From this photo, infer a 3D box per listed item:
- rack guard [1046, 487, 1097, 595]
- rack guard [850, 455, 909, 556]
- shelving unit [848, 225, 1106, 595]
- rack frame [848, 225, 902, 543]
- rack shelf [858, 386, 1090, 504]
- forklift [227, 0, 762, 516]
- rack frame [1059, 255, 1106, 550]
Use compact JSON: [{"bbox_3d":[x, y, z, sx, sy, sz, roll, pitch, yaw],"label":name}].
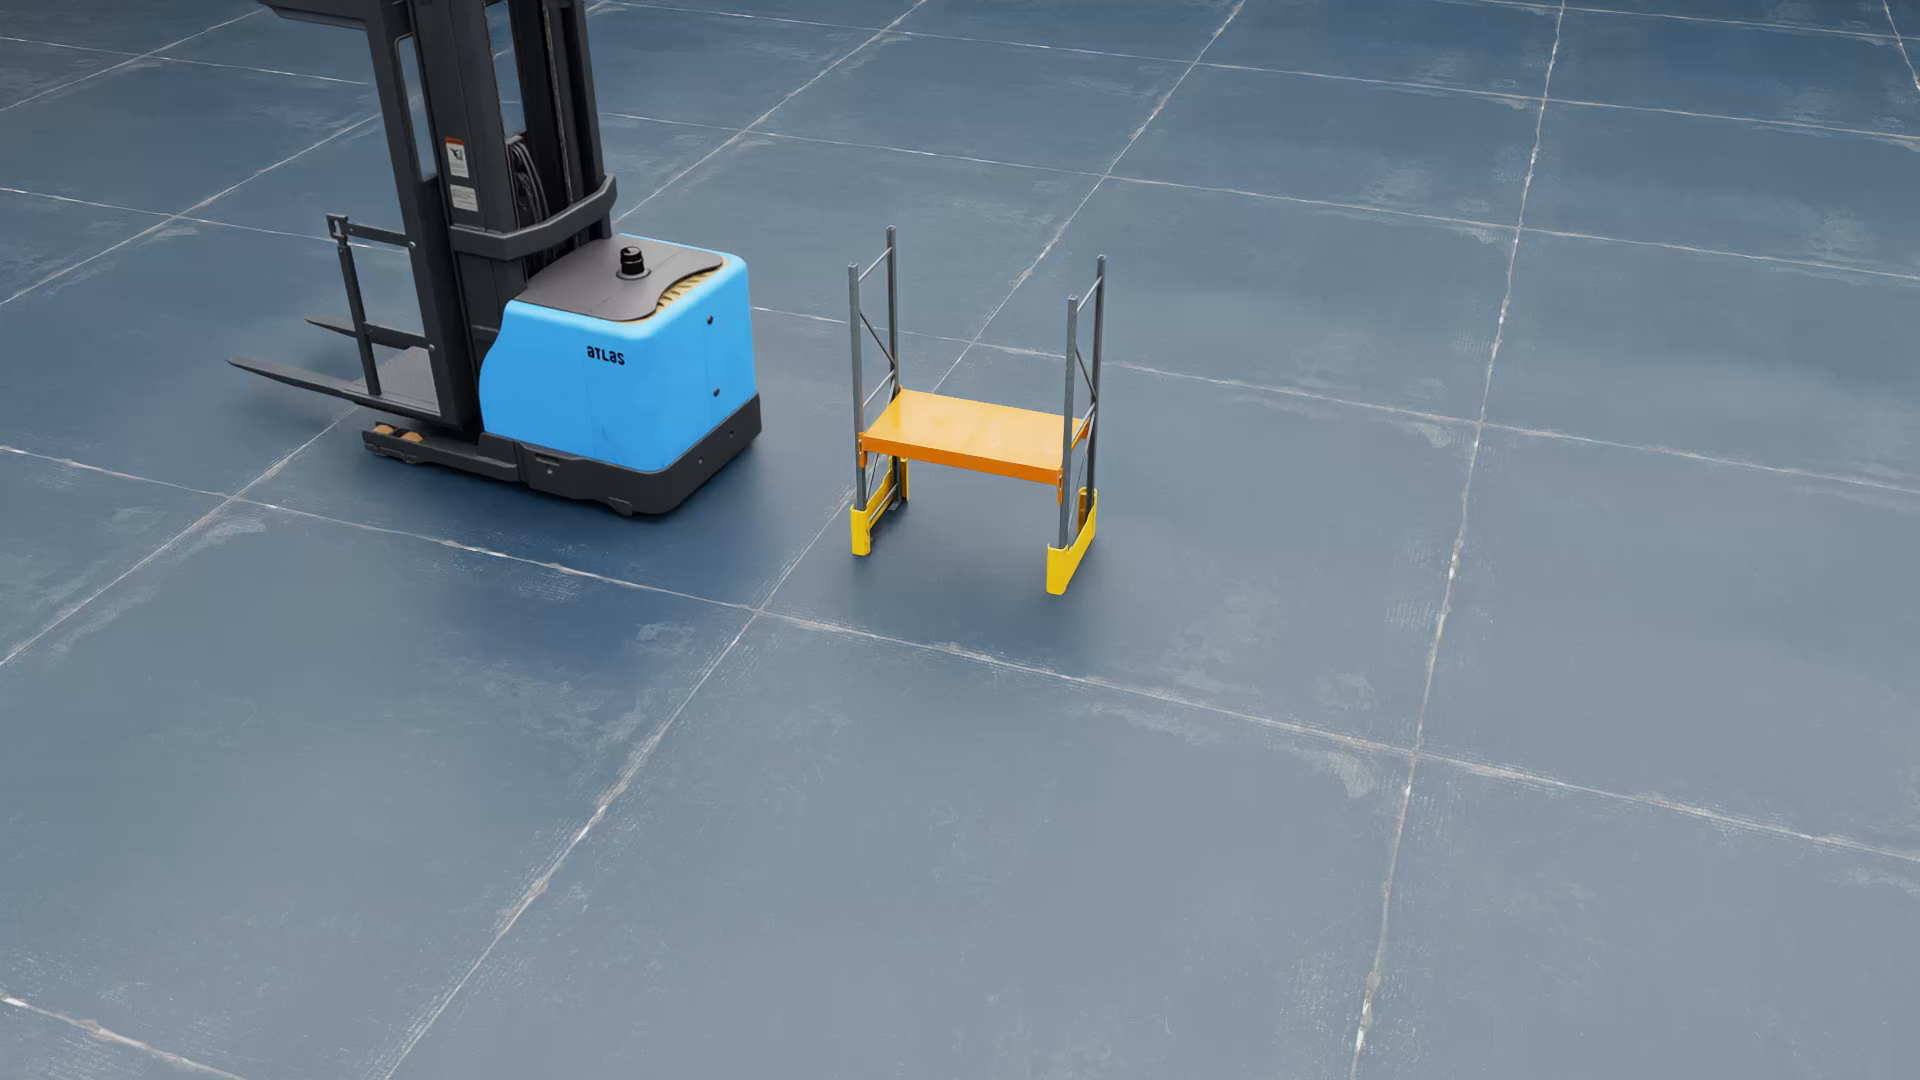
[{"bbox_3d":[0.541,0.000,8.019,0.087,0.250,0.587,11,34,16],"label":"rack guard"},{"bbox_3d":[-0.397,-0.182,8.302,0.087,0.250,0.587,11,34,16],"label":"rack guard"},{"bbox_3d":[0.072,-0.616,7.822,1.083,1.500,0.587,11,34,16],"label":"shelving unit"},{"bbox_3d":[-0.398,-0.707,7.963,0.032,1.500,0.500,11,34,16],"label":"rack frame"},{"bbox_3d":[0.080,-0.463,7.917,1.000,0.185,0.538,11,34,16],"label":"rack shelf"},{"bbox_3d":[-2.638,-1.881,8.462,3.031,2.935,1.130,14,35,21],"label":"forklift"},{"bbox_3d":[0.559,-0.521,7.675,0.032,1.500,0.500,11,34,16],"label":"rack frame"}]
